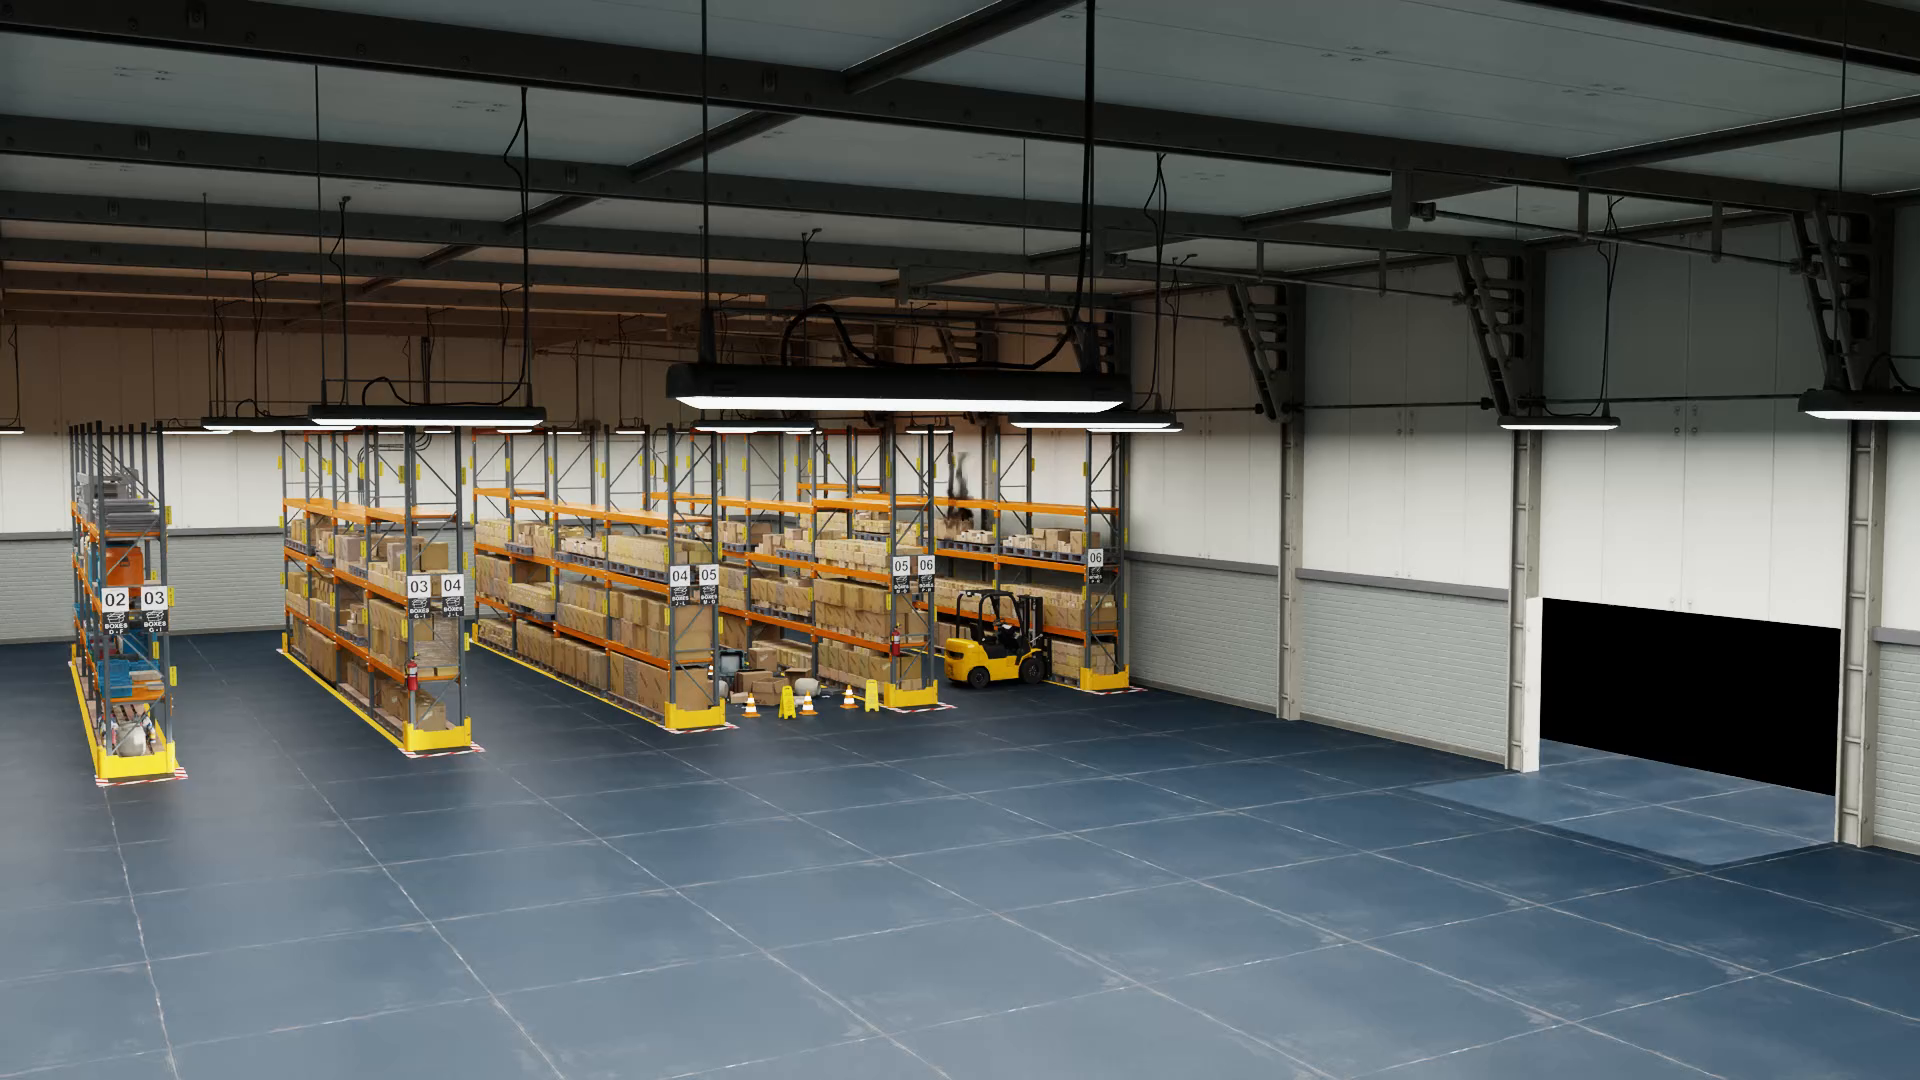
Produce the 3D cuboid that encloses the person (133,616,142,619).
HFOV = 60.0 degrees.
[{"bbox_3d":[-21.561,2.230,43.160,0.714,1.684,0.697,0,4,-6],"label":"person"}]

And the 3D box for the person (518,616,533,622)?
[{"bbox_3d":[-12.794,1.900,48.964,0.586,1.654,0.793,3,5,42],"label":"person"}]
